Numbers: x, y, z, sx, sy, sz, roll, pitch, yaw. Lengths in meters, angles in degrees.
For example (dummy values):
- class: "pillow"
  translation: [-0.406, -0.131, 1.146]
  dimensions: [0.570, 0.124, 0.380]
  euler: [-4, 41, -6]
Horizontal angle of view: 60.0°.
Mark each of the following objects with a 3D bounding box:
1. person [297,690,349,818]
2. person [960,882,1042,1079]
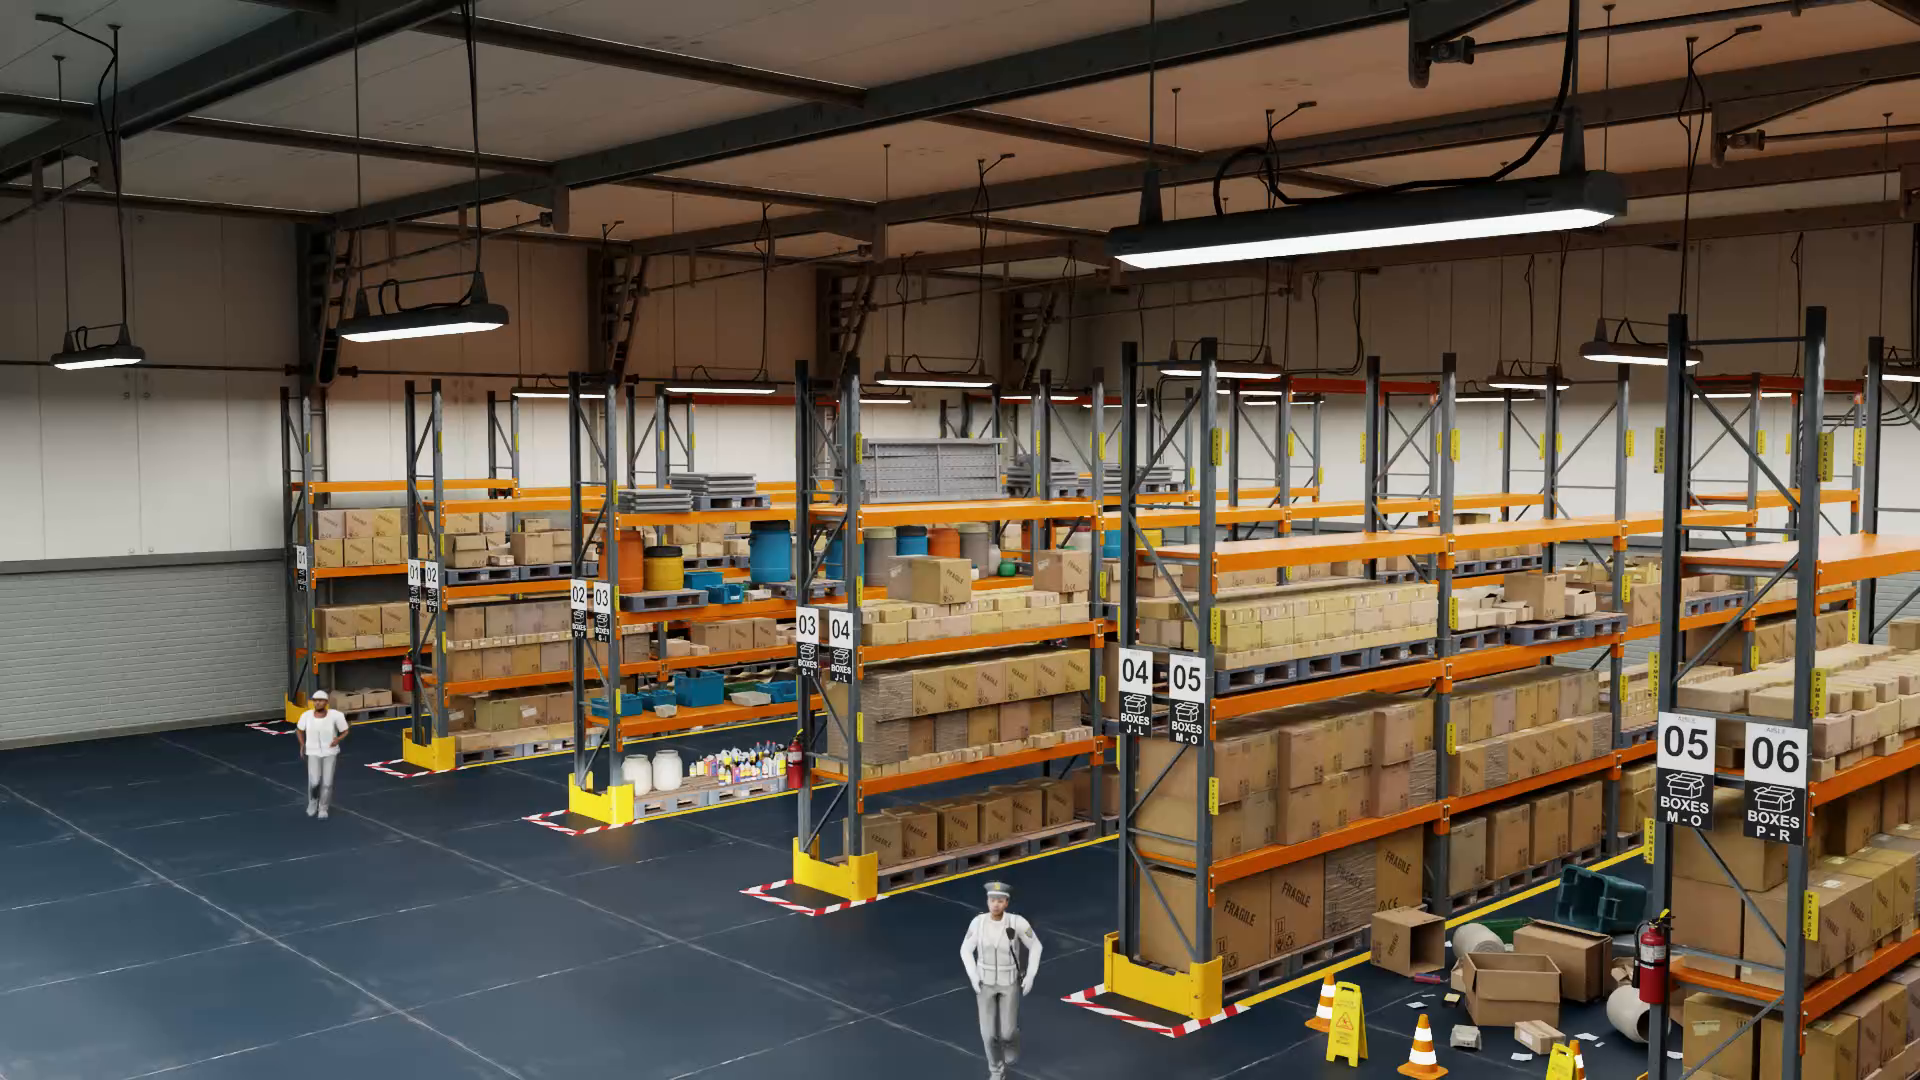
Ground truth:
- class: "person"
  translation: [-8.519, 2.872, 22.214]
  dimensions: [0.677, 1.729, 0.600]
  euler: [-1, 4, -16]
- class: "person"
  translation: [0.323, 3.504, 13.200]
  dimensions: [0.650, 1.655, 0.577]
  euler: [1, 4, 8]
